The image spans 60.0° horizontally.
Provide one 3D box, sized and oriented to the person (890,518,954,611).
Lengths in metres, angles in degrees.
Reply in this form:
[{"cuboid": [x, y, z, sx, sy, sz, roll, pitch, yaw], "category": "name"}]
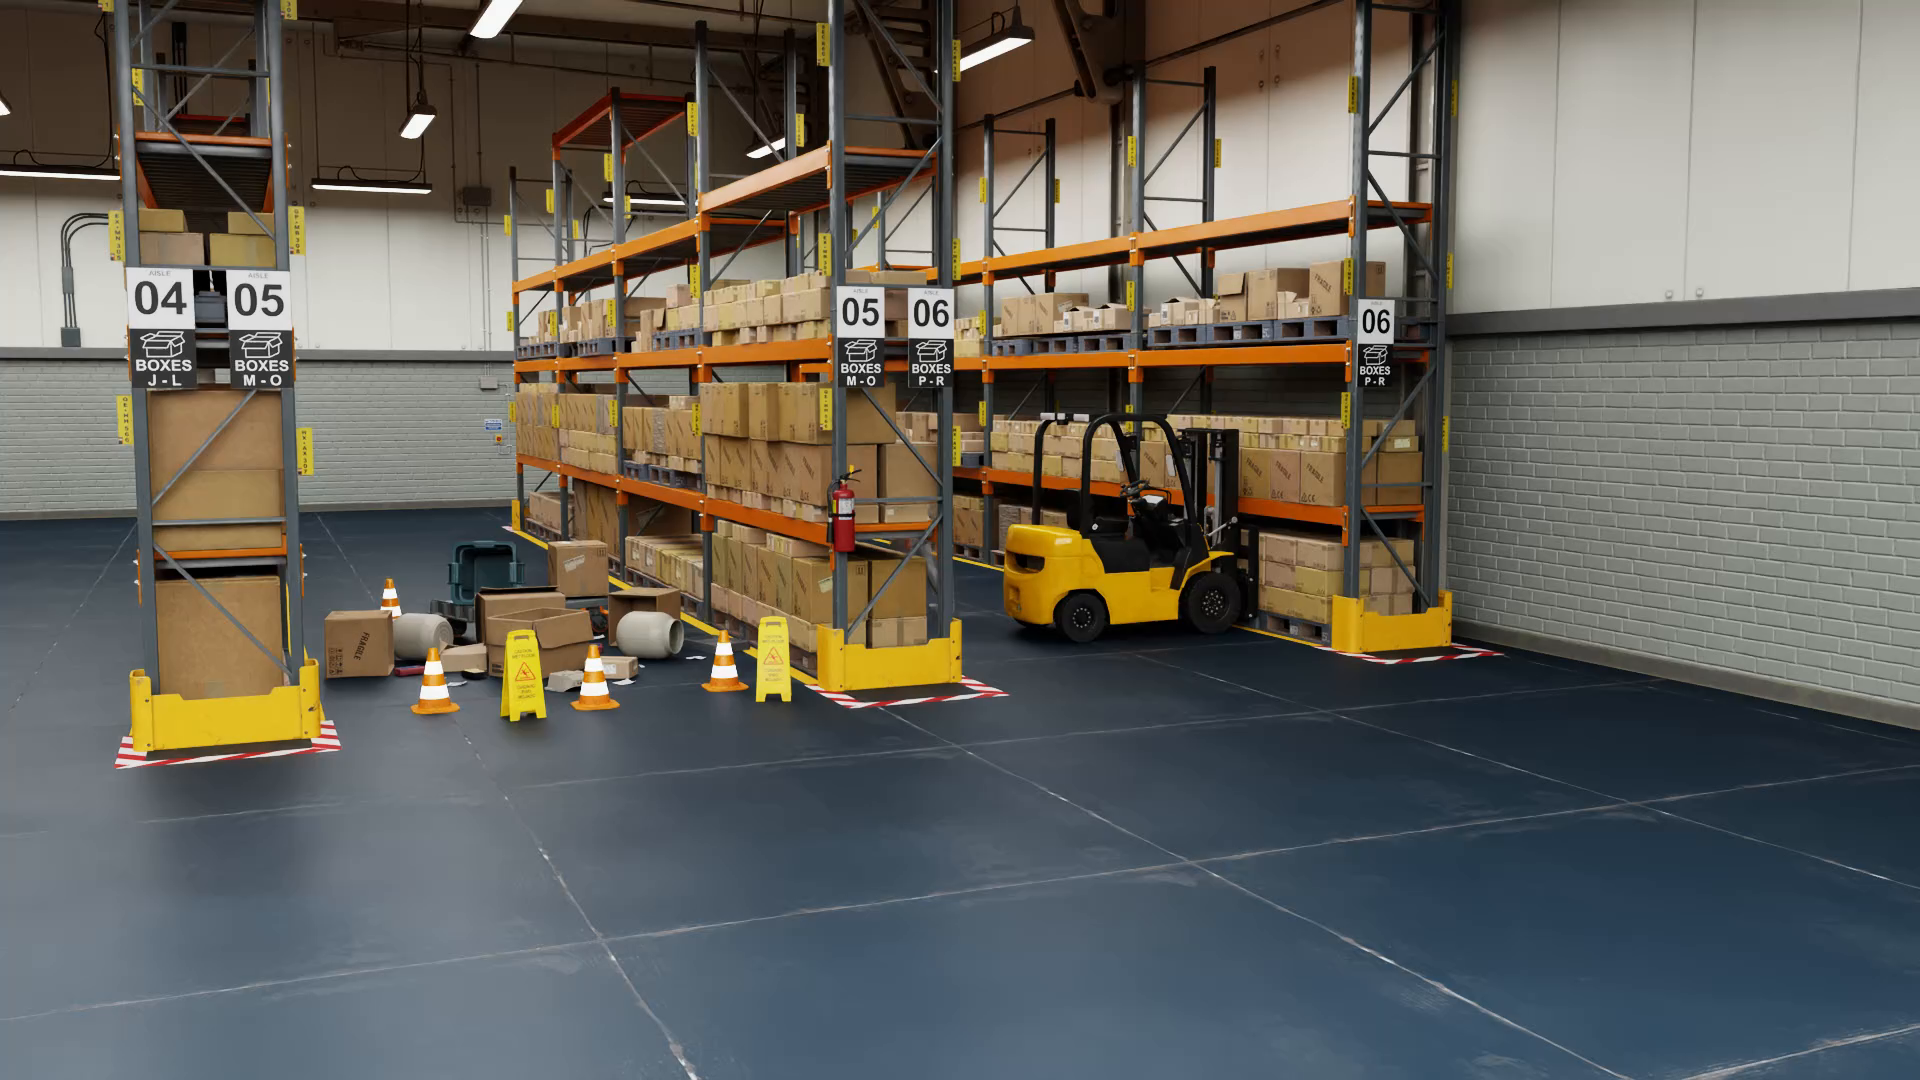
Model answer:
[{"cuboid": [-0.504, -0.083, 17.699, 1.029, 1.729, 0.552, 4, 7, 36], "category": "person"}]
